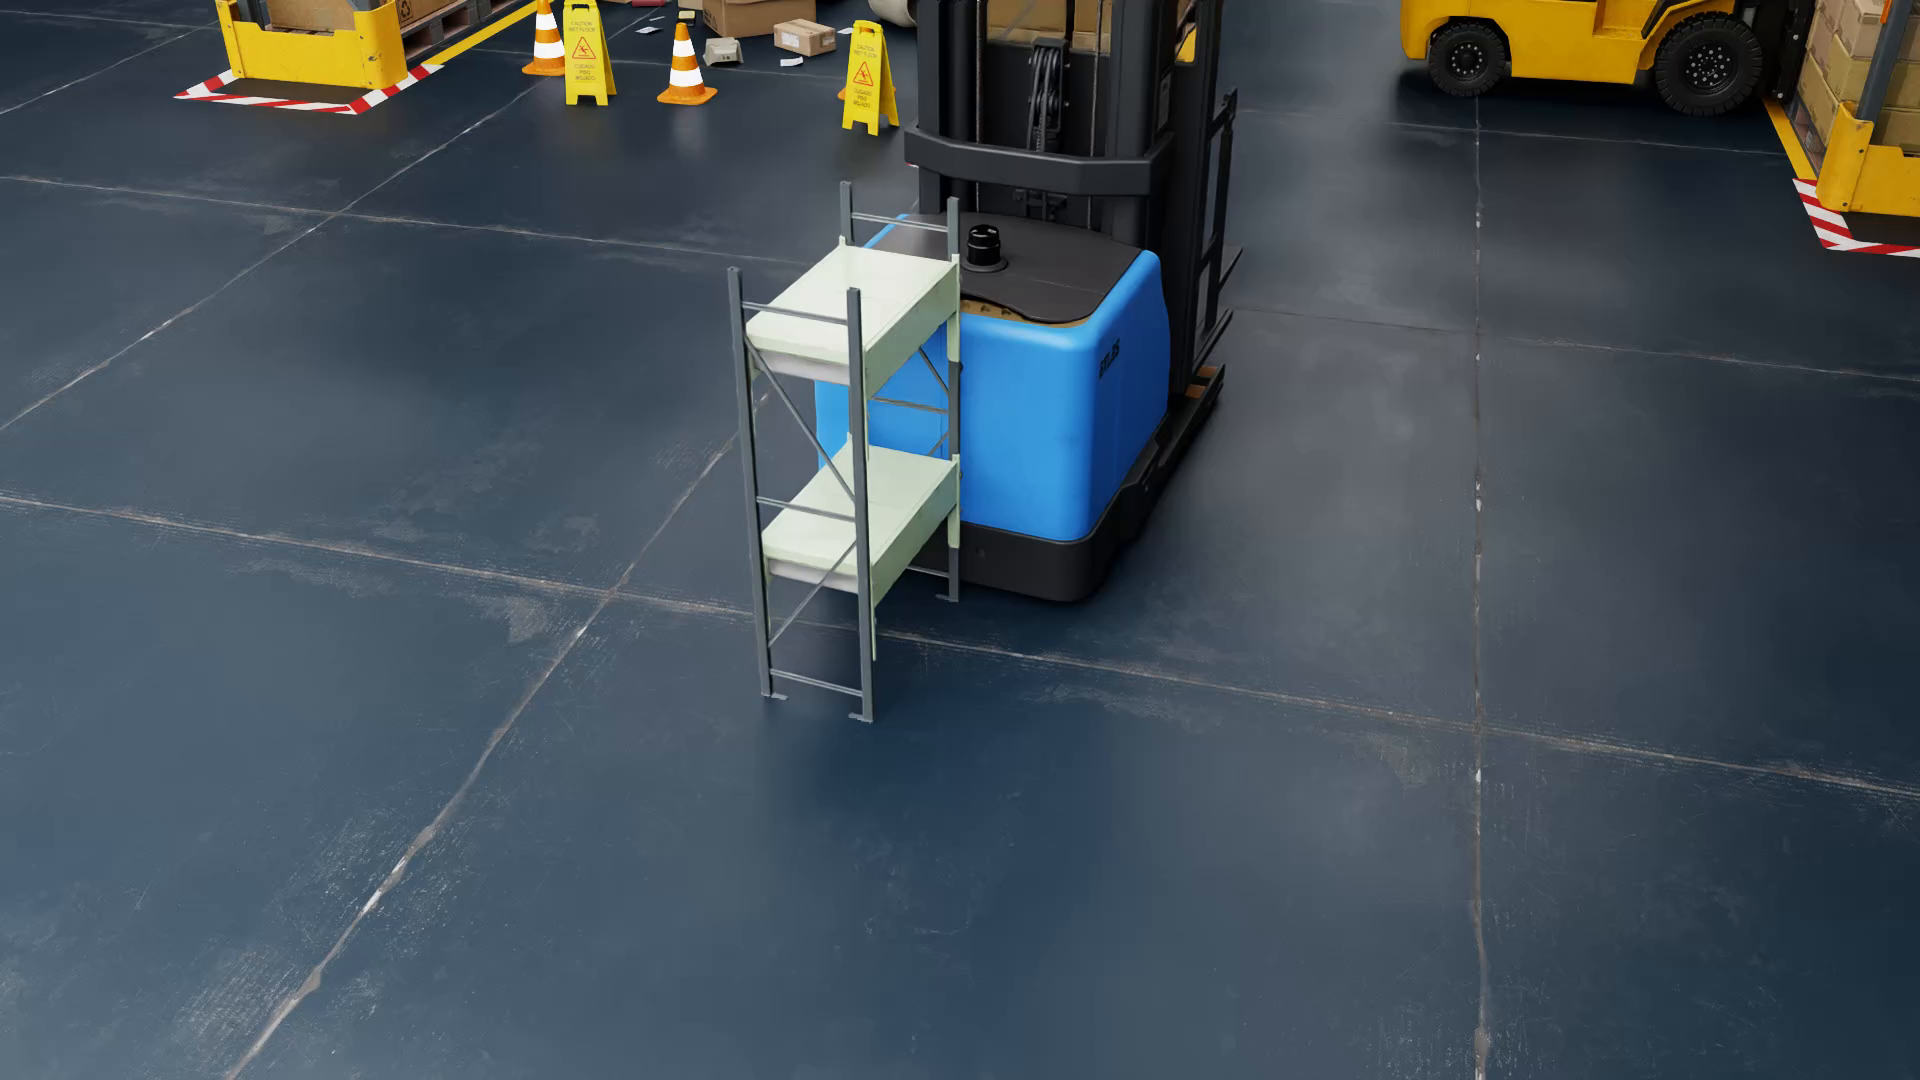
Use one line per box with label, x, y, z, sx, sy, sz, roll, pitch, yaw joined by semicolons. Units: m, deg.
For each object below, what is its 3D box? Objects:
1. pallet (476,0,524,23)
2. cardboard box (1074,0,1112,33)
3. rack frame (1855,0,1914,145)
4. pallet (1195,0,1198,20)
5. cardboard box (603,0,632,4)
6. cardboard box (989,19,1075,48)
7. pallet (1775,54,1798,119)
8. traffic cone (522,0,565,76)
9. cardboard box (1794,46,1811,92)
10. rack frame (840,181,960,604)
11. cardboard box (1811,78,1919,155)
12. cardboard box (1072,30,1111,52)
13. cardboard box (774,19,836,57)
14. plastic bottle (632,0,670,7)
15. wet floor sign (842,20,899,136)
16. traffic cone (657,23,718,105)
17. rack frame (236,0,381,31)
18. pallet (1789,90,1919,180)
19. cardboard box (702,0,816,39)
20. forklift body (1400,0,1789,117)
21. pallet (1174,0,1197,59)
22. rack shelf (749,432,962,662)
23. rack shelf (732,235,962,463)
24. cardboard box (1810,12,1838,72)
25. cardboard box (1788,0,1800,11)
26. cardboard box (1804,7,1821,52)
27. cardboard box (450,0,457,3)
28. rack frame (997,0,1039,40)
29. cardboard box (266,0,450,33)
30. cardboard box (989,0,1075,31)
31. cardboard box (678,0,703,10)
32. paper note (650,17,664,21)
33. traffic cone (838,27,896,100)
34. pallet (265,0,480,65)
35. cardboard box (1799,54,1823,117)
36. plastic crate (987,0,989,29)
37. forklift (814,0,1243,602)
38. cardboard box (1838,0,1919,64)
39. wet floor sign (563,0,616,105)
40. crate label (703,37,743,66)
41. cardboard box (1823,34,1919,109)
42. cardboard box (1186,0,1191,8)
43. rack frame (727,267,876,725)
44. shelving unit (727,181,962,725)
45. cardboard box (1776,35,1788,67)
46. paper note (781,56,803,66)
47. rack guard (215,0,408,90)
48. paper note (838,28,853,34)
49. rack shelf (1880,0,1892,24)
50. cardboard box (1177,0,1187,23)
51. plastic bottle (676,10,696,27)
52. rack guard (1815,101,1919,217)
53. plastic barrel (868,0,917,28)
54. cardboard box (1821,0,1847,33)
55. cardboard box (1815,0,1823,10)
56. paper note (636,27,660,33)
pallet;-3.841;-4.269;12.769;1.003;0.211;1.213;8;33;12
cardboard box;1.012;-3.494;10.423;0.500;0.500;0.500;7;33;11
rack frame;5.336;-3.094;8.321;1.000;3.000;0.127;8;33;12
pallet;1.413;-4.313;12.838;1.003;0.211;1.213;8;33;12
cardboard box;-2.666;-4.466;12.807;0.500;0.500;0.500;14;35;21
cardboard box;0.485;-3.253;10.743;0.500;0.250;0.500;8;33;12
pallet;5.802;-2.951;10.695;1.003;0.211;1.213;8;33;12
traffic cone;-2.771;-3.401;11.168;0.336;0.463;0.334;8;33;12
cardboard box;5.421;-2.913;10.207;0.500;0.250;0.500;8;33;13
rack frame;-0.188;-0.452;5.563;0.400;1.500;0.023;12;34;18
cardboard box;5.150;-2.398;9.397;0.500;0.250;0.500;8;33;13
cardboard box;1.006;-3.166;10.605;0.500;0.250;0.500;8;33;12
cardboard box;-1.087;-3.520;11.648;0.380;0.149;0.250;28;42;36
plastic bottle;-2.345;-4.097;12.637;0.283;0.061;0.133;-3;33;-4
wet floor sign;-0.549;-2.821;10.087;0.267;0.644;0.232;20;38;29
traffic cone;-1.764;-3.071;10.649;0.336;0.463;0.334;8;33;12
rack frame;-4.279;-4.389;10.358;1.000;3.000;0.127;8;33;12
pallet;5.490;-2.320;9.702;1.003;0.211;1.213;8;33;12
cardboard box;-1.469;-3.970;12.027;0.797;0.503;0.637;-14;35;-21
forklift body;4.053;-3.968;10.487;2.313;2.155;1.214;8;33;12
pallet;1.105;-3.678;11.839;1.003;0.211;1.213;8;33;12
rack shelf;-0.324;0.005;5.451;0.431;0.370;0.720;12;34;18
rack shelf;-0.324;-0.599;5.067;0.431;0.370;0.720;12;34;18
cardboard box;5.295;-2.876;9.683;0.500;0.250;0.500;8;33;12
cardboard box;5.536;-3.406;10.517;0.500;0.250;0.500;8;33;12
cardboard box;5.406;-3.146;10.109;0.500;0.250;0.500;7;33;11
cardboard box;-3.950;-4.488;12.102;0.875;0.875;0.875;8;33;12
rack frame;0.534;-3.768;9.381;1.000;3.000;0.127;8;33;12
cardboard box;-4.171;-4.031;11.384;0.875;0.875;0.875;8;33;13
cardboard box;0.485;-3.552;10.515;0.500;0.500;0.500;8;33;13
cardboard box;-1.919;-4.168;12.560;0.396;0.266;0.258;14;35;21
paper note;-2.245;-3.863;12.316;0.032;0.001;0.123;28;42;36
traffic cone;-0.604;-3.096;10.689;0.336;0.463;0.334;8;33;12
pallet;-4.152;-3.638;11.776;1.003;0.211;1.213;8;33;12
cardboard box;5.285;-2.654;9.801;0.500;0.250;0.500;8;33;12
plastic crate;0.358;-3.908;12.323;0.402;0.080;0.583;-3;33;-4
forklift;0.497;-1.802;6.353;1.130;2.935;3.031;12;34;18
cardboard box;5.152;-2.814;9.120;0.500;0.250;0.500;9;34;14
wet floor sign;-2.372;-3.111;10.542;0.267;0.644;0.232;3;33;4
crate label;-1.625;-3.350;11.391;0.250;0.136;0.298;-8;33;-13
cardboard box;5.157;-2.617;9.276;0.500;0.250;0.500;8;33;12
cardboard box;1.400;-3.976;11.880;0.500;0.250;0.500;9;33;13
rack frame;-0.461;-0.088;4.990;0.400;1.500;0.023;12;34;18
shelving unit;-0.324;-0.270;5.276;0.431;1.500;0.755;12;34;18
cardboard box;5.531;-3.185;10.636;0.500;0.250;0.500;9;34;14
paper note;-1.151;-3.276;11.375;0.148;0.019;0.142;-3;33;-4
rack guard;-4.286;-3.322;11.009;1.175;0.500;0.348;8;33;12
paper note;-0.791;-3.692;12.040;0.148;0.019;0.142;20;38;29
rack shelf;5.844;-3.828;10.146;1.077;0.370;4.000;8;33;12
cardboard box;1.269;-3.714;11.468;0.500;0.250;0.500;10;34;16
plastic bottle;-2.013;-3.848;12.245;0.133;0.061;0.283;-3;33;-4
rack guard;5.330;-2.027;8.972;1.175;0.500;0.348;8;33;12
plastic barrel;-0.406;-3.959;12.082;0.421;0.421;0.512;-21;38;-29
cardboard box;5.275;-3.080;9.538;0.500;0.250;0.500;9;33;13
cardboard box;5.394;-3.343;9.952;0.500;0.250;0.500;8;33;13
paper note;-2.250;-3.697;12.038;0.144;0.017;0.142;20;38;29
